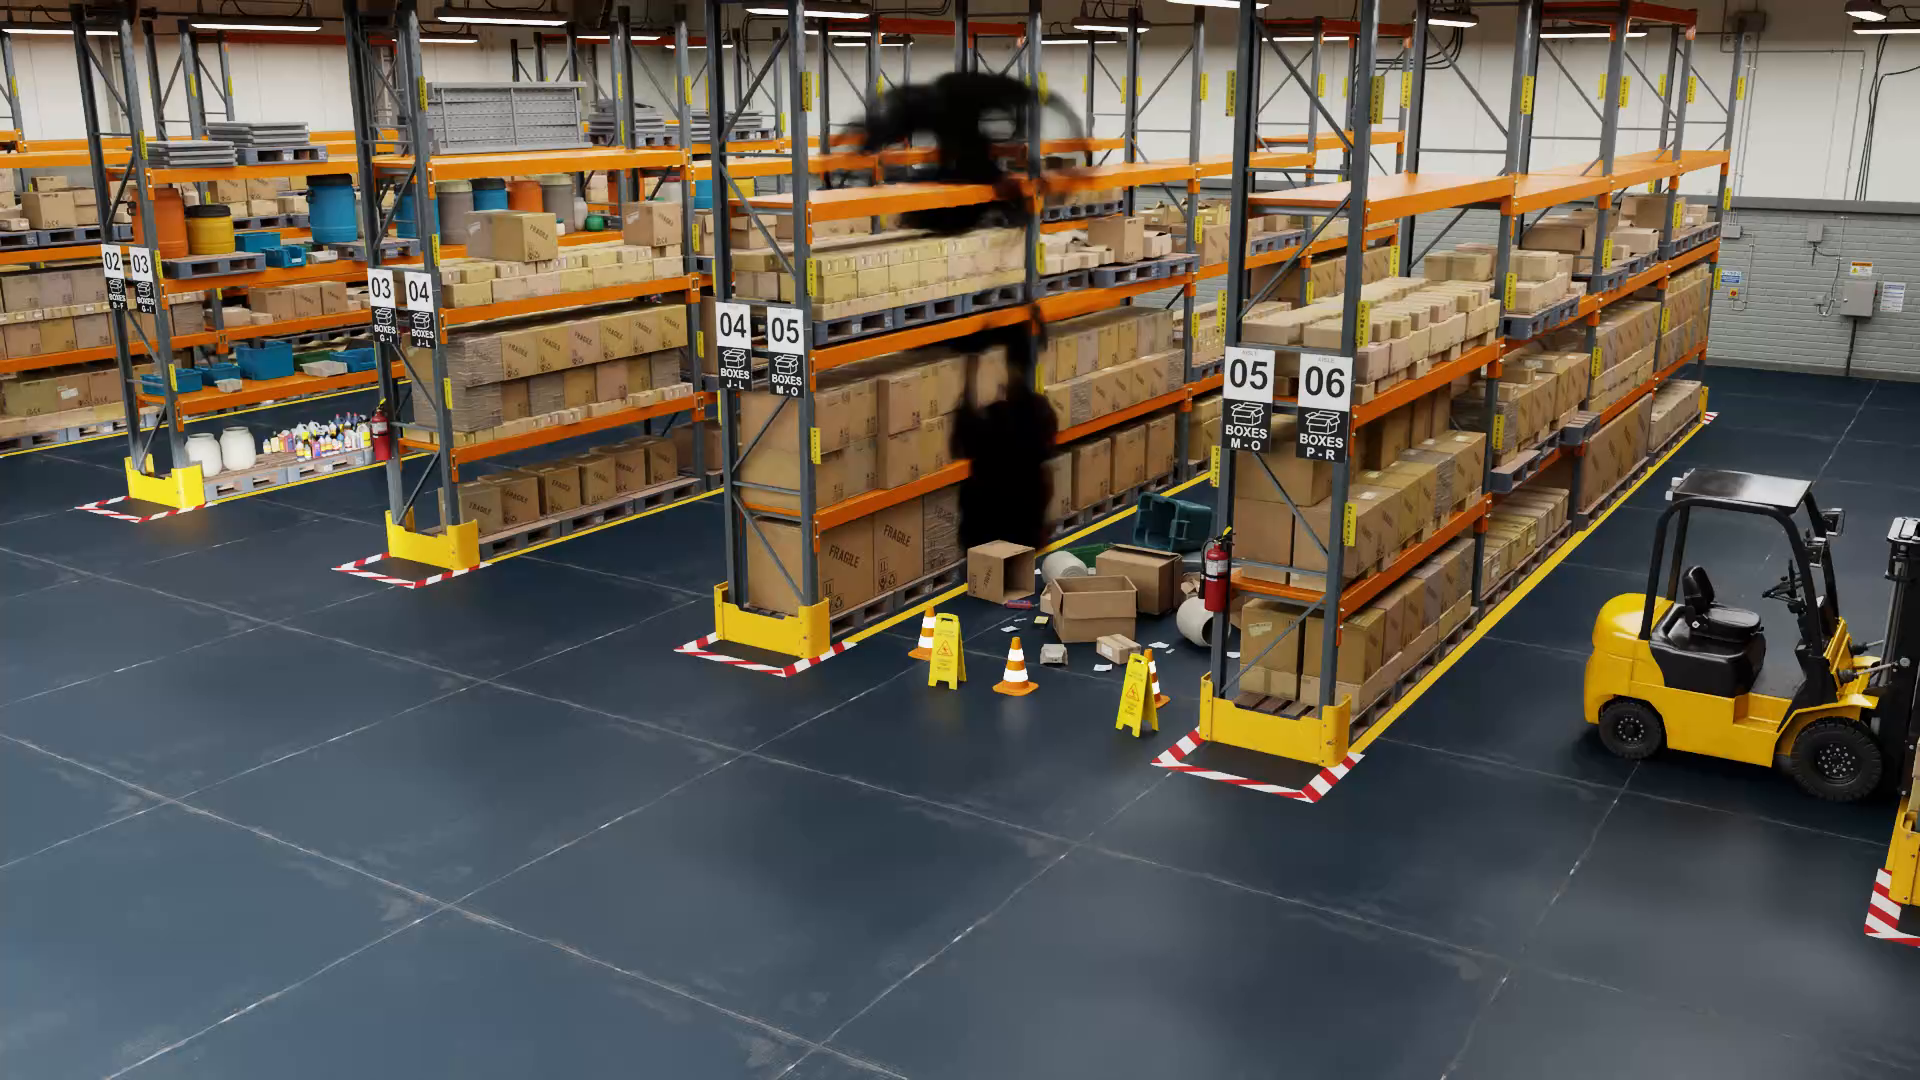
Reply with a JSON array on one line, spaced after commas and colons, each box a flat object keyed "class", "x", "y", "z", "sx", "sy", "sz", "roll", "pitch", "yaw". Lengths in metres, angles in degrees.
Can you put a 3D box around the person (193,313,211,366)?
[{"class": "person", "x": -12.877, "y": -3.326, "z": 28.305, "sx": 0.536, "sy": 1.568, "sz": 0.506, "roll": 12, "pitch": 19, "yaw": 36}]
